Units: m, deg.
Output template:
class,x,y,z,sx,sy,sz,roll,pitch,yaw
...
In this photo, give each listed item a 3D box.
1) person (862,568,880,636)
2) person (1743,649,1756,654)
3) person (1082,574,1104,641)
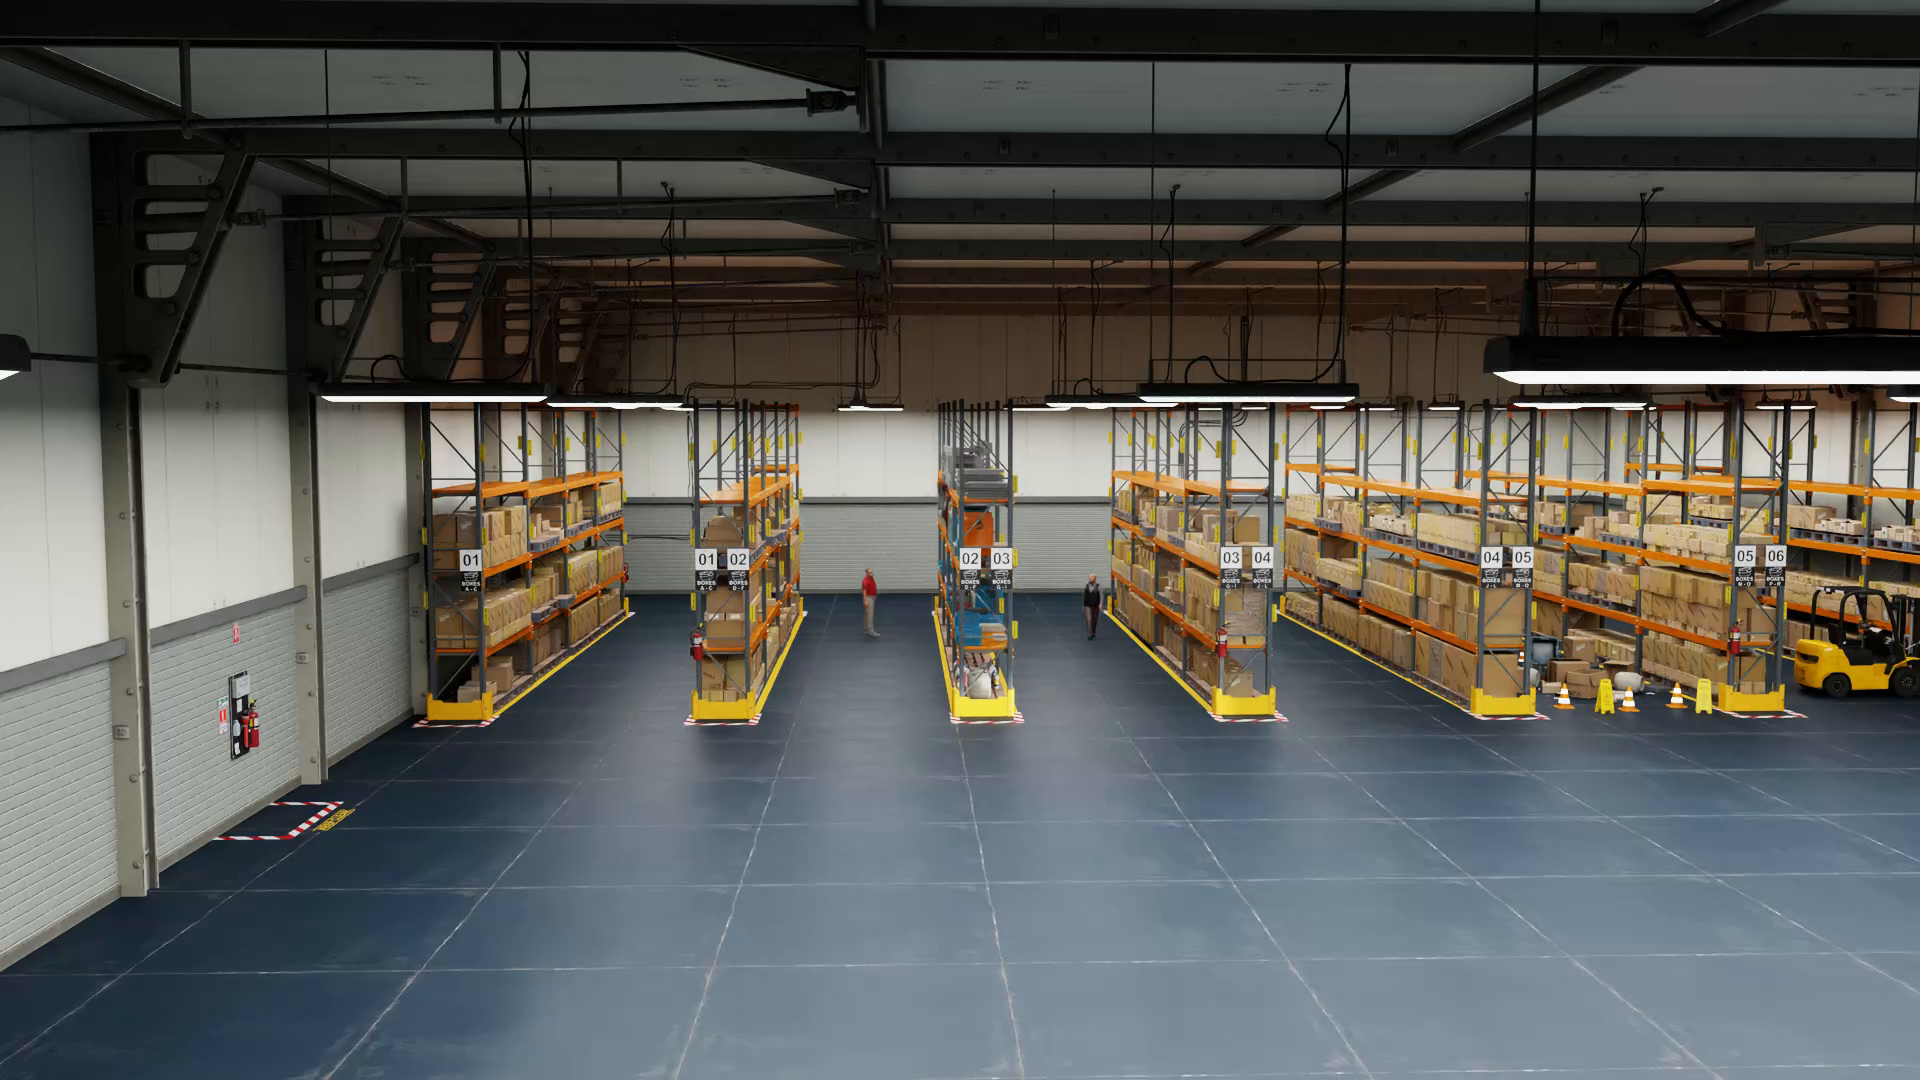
class,x,y,z,sx,sy,sz,roll,pitch,yaw
person,-2.280,1.601,43.083,0.518,1.754,0.578,1,4,13
person,17.141,2.075,36.534,0.643,1.760,0.941,-4,6,-41
person,3.370,1.691,42.012,0.520,1.668,1.045,0,4,-4
